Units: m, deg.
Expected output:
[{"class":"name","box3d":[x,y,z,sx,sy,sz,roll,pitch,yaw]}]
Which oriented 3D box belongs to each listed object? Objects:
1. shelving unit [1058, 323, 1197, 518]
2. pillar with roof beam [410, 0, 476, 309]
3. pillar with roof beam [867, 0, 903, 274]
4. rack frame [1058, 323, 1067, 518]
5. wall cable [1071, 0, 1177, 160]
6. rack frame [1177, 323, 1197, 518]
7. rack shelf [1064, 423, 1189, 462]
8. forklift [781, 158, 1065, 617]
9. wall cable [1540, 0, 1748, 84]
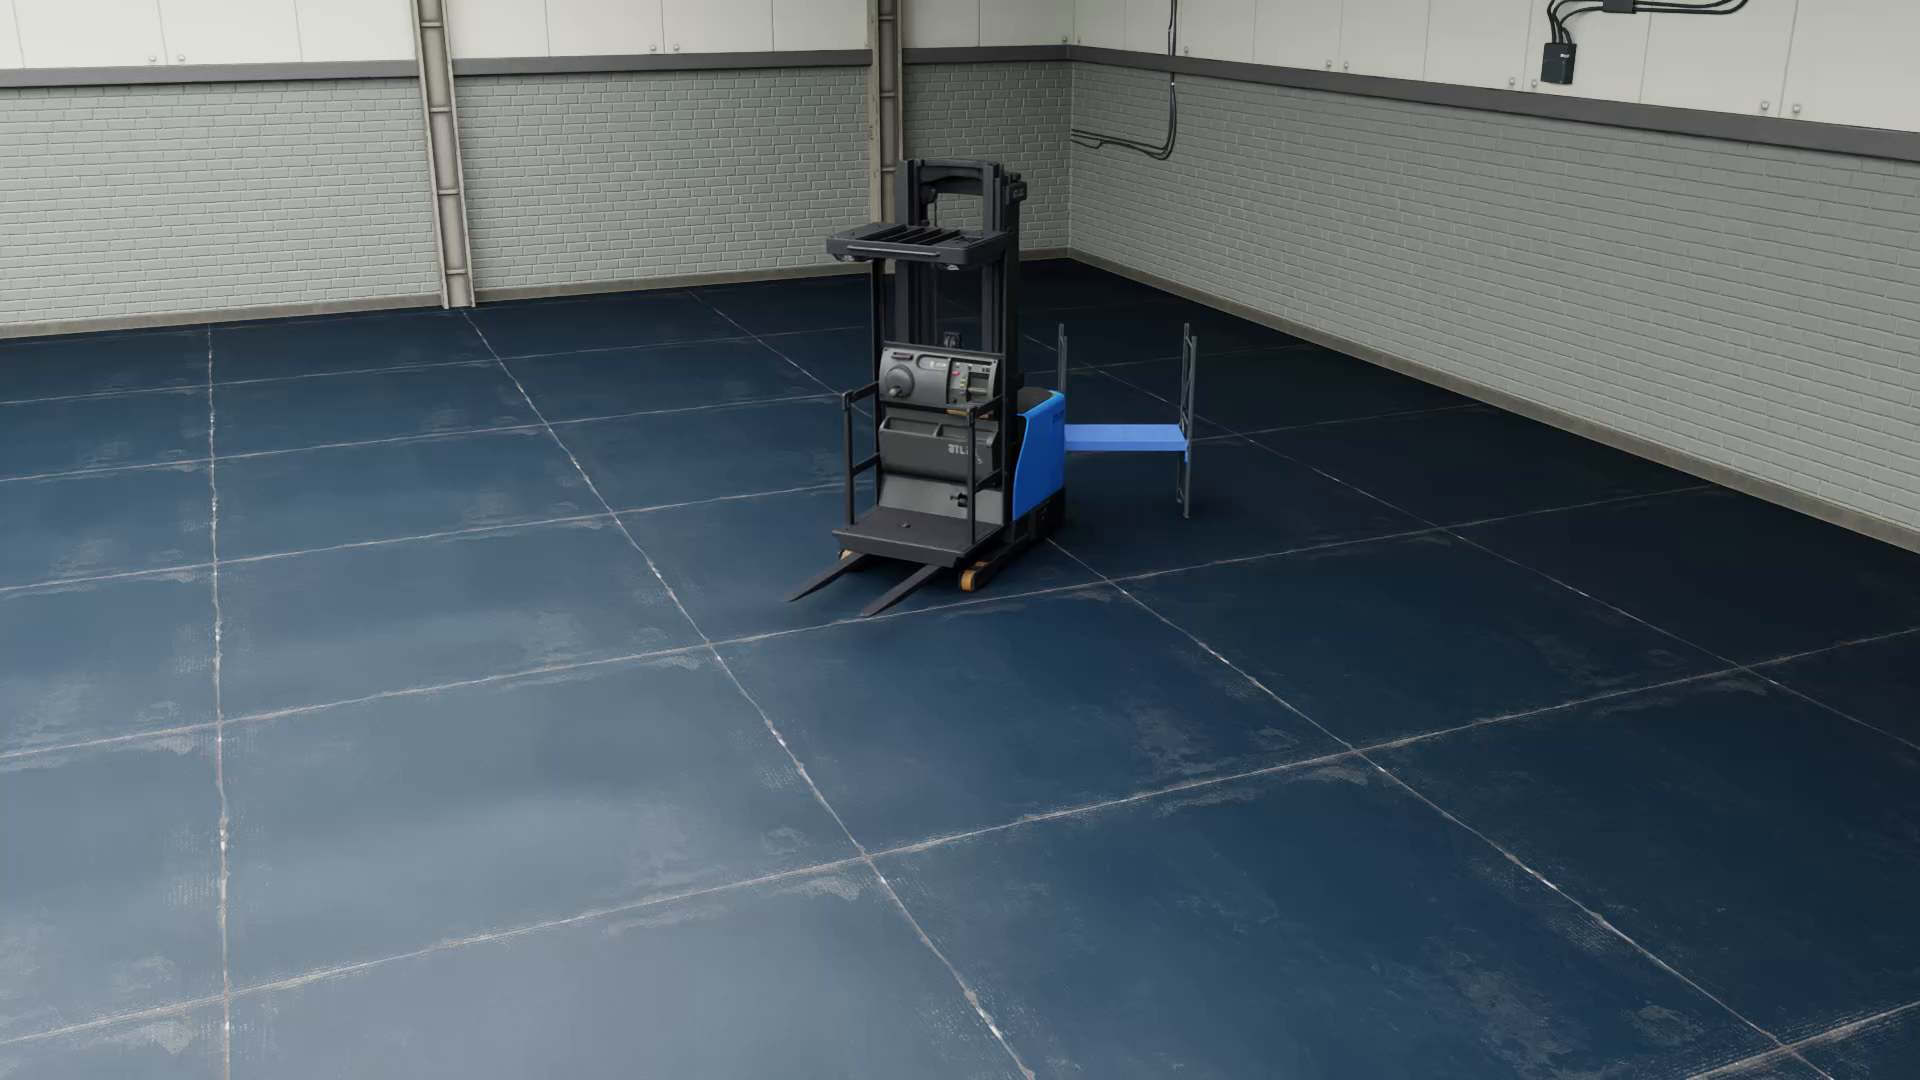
[{"class":"shelving unit","box3d":[1.331,-0.970,13.517,1.048,1.500,0.538,0,19,0]},{"class":"pillar with roof beam","box3d":[-4.842,-5.994,16.495,0.400,9.000,9.100,-8,21,-22]},{"class":"pillar with roof beam","box3d":[0.667,-6.783,18.737,0.400,9.000,9.100,-8,21,-22]},{"class":"rack frame","box3d":[0.823,-0.970,13.518,0.032,1.500,0.500,0,19,0]},{"class":"wall cable","box3d":[2.191,-6.615,22.937,0.112,2.526,3.097,-8,21,-22]},{"class":"rack frame","box3d":[1.840,-0.969,13.516,0.032,1.500,0.500,0,19,0]},{"class":"rack shelf","box3d":[1.331,-0.800,13.577,1.000,0.185,0.538,0,19,0]},{"class":"forklift","box3d":[-0.250,-1.170,11.931,1.130,2.935,3.031,9,21,24]},{"class":"wall cable","box3d":[5.937,-6.787,13.628,0.169,6.003,2.305,-8,21,-22]}]
